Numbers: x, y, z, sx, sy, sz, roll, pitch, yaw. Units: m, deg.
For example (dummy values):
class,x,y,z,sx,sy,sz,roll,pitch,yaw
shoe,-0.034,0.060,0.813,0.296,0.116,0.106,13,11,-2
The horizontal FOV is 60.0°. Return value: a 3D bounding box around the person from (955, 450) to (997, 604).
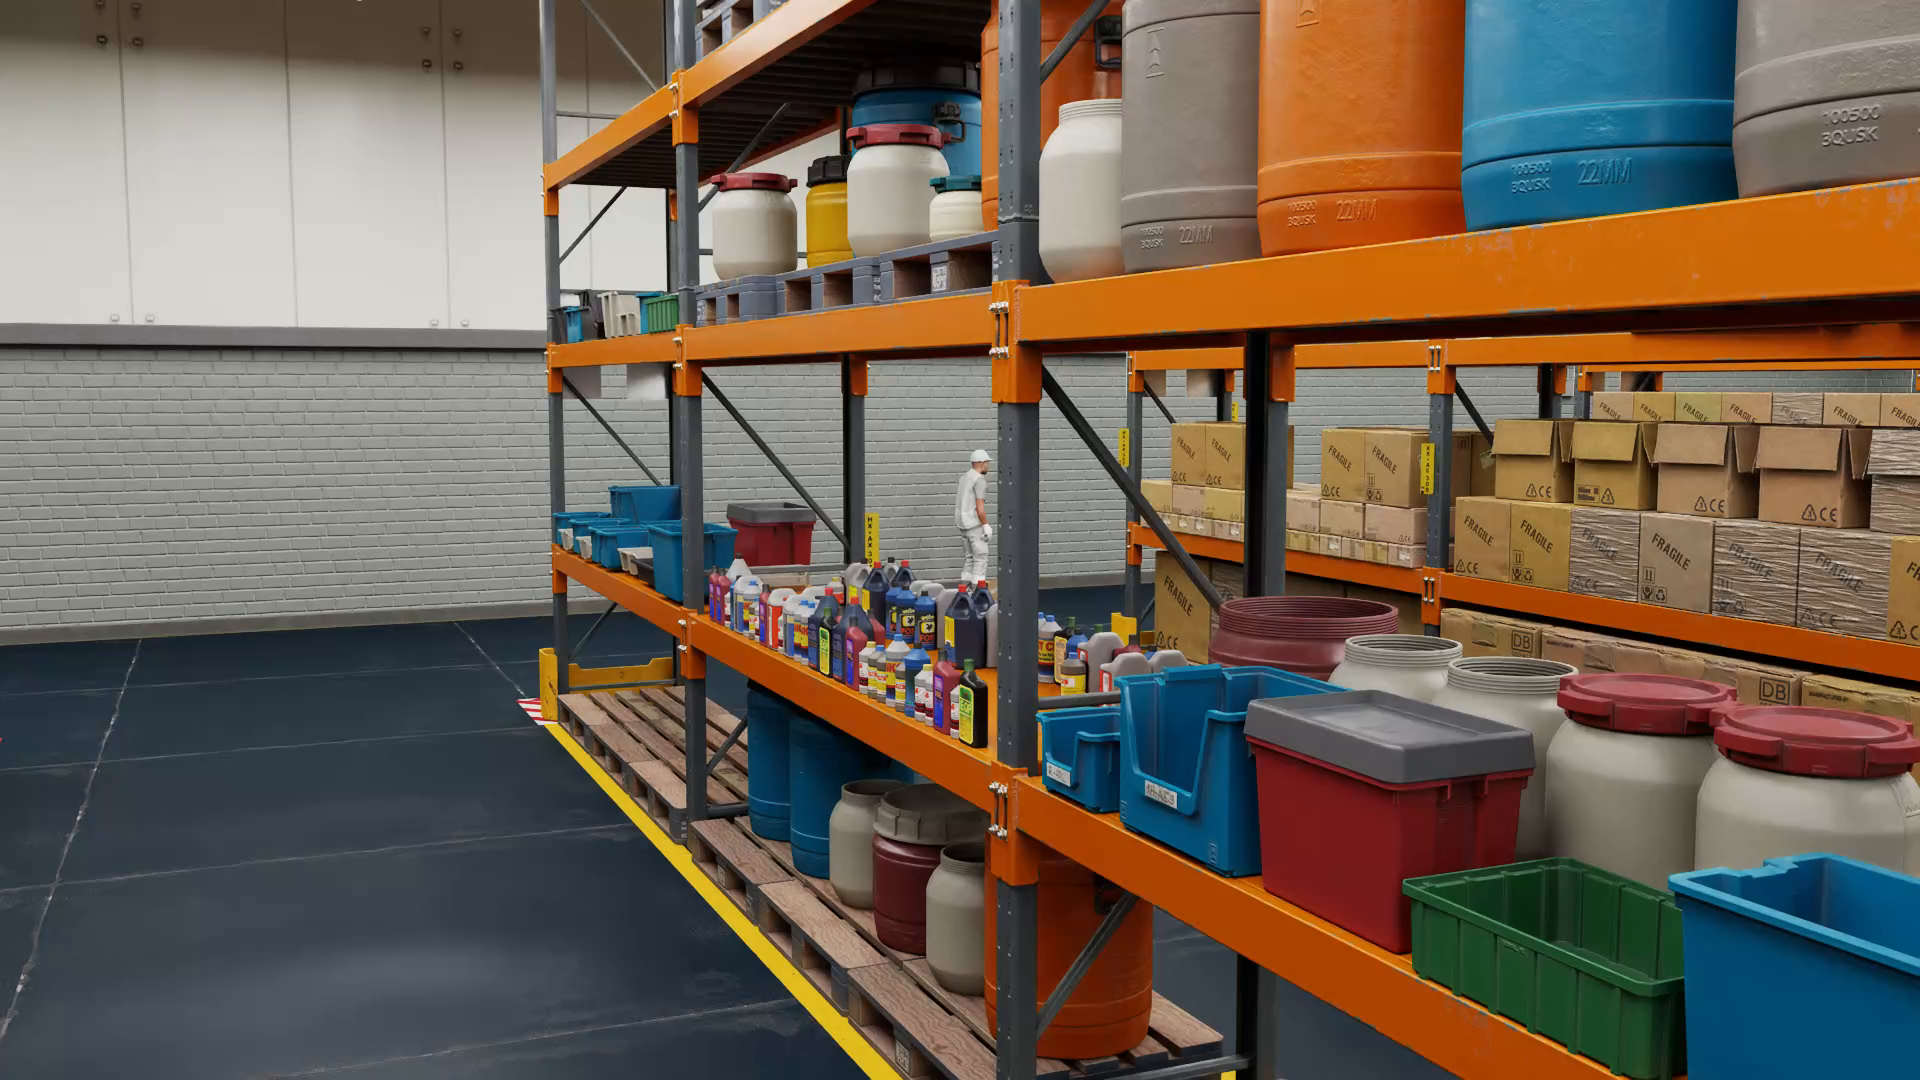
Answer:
class,x,y,z,sx,sy,sz,roll,pitch,yaw
person,0.184,-0.144,19.067,0.448,1.780,0.609,-2,6,-23
